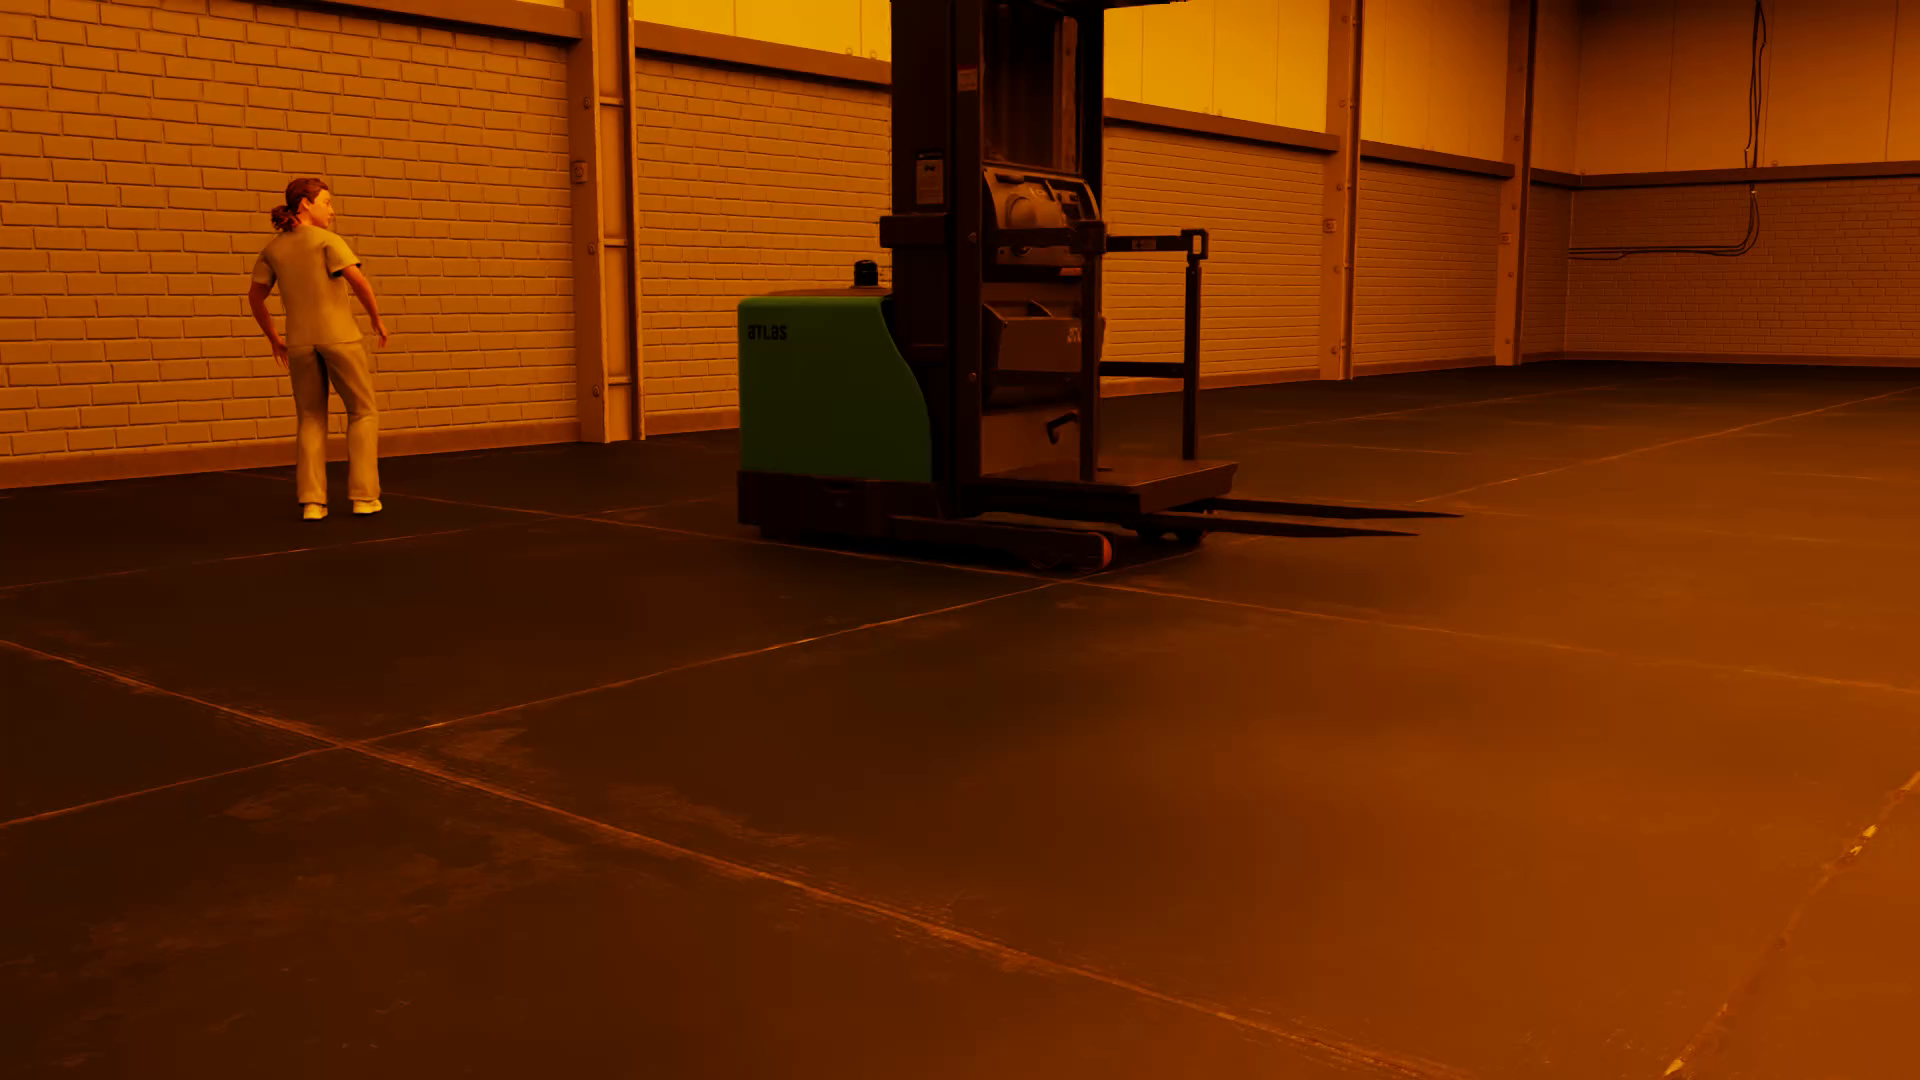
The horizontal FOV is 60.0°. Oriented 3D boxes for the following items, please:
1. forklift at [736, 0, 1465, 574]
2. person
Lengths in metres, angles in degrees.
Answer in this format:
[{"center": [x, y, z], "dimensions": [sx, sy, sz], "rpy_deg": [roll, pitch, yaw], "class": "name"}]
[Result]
[{"center": [0.529, -1.405, 6.887], "dimensions": [3.031, 2.935, 1.130], "rpy_deg": [5, 10, 31], "class": "forklift"}, {"center": [-3.117, -0.933, 8.129], "dimensions": [0.632, 1.644, 0.476], "rpy_deg": [0, 8, 3], "class": "person"}]
